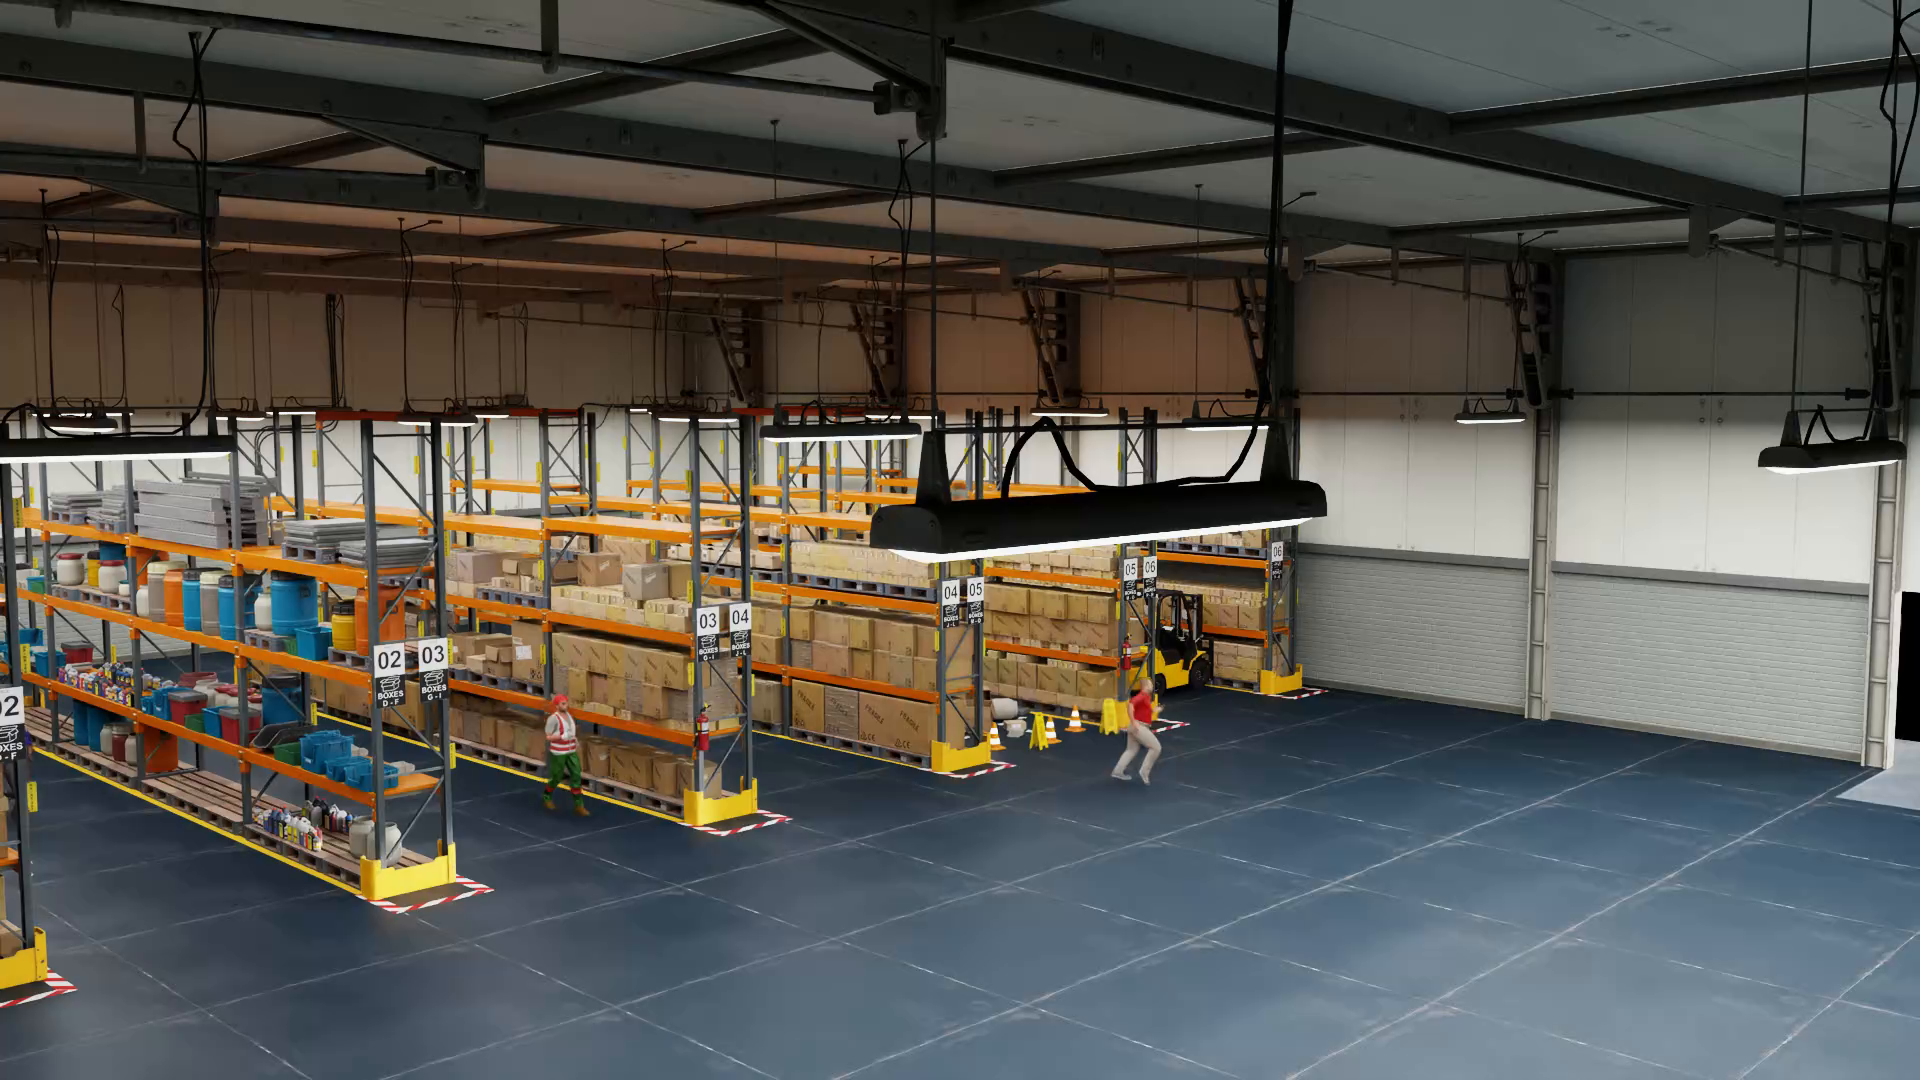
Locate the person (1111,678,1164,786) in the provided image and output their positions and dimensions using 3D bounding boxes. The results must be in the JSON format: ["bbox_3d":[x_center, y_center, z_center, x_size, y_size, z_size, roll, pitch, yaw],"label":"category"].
[{"bbox_3d":[2.884,3.117,26.921,0.852,1.765,0.611,-1,5,-8],"label":"person"}]

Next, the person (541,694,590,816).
[{"bbox_3d":[-5.930,3.199,24.880,0.899,1.800,0.645,3,6,34],"label":"person"}]

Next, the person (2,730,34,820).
[{"bbox_3d":[-13.938,3.364,24.564,0.558,1.601,0.574,3,6,31],"label":"person"}]

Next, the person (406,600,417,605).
[{"bbox_3d":[-12.589,2.184,37.888,0.736,1.666,0.752,-2,5,-21],"label":"person"}]
